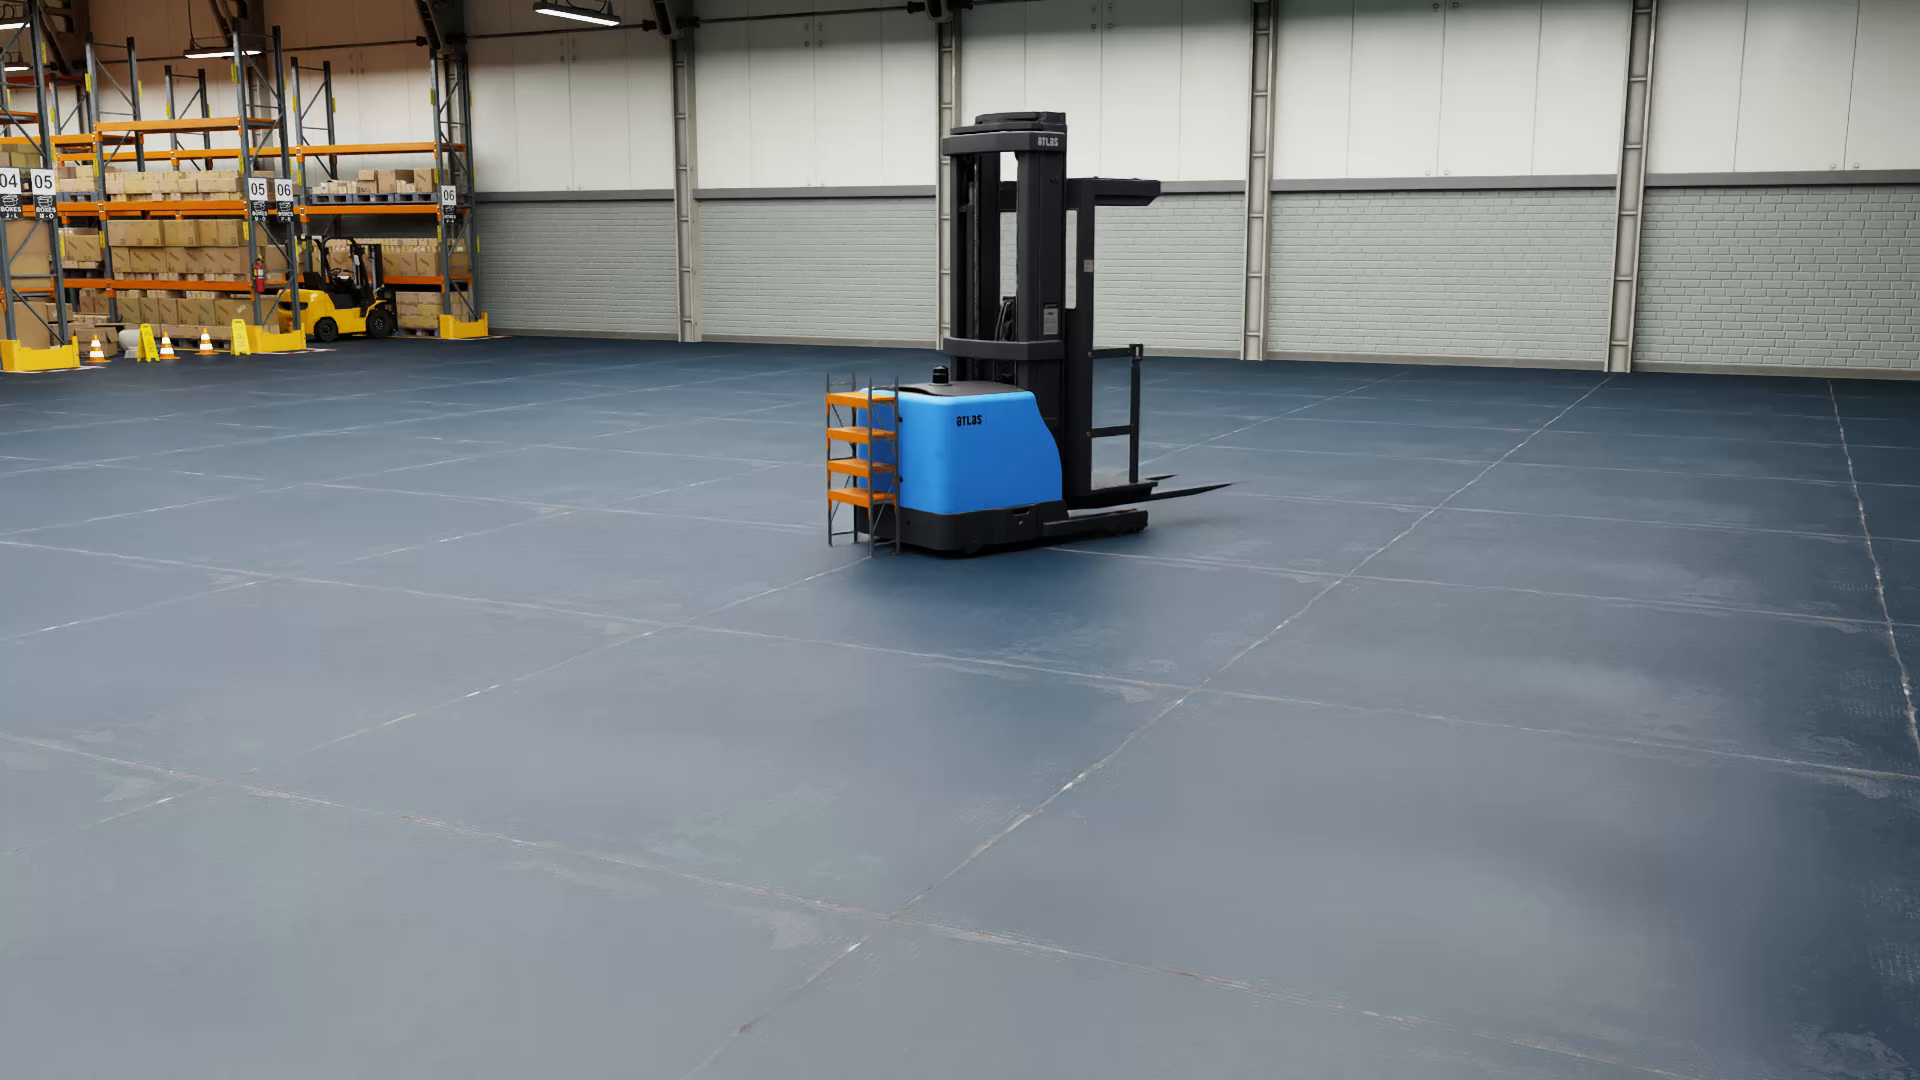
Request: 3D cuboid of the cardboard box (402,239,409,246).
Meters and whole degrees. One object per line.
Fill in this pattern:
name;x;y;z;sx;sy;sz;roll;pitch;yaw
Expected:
cardboard box;-11.833;-6.443;35.970;0.250;0.149;0.380;5;11;26

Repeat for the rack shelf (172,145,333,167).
rack shelf;-16.127;-8.745;37.927;4.000;0.370;1.077;5;11;26

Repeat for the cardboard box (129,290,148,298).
cardboard box;-16.032;-4.826;32.589;0.250;0.149;0.380;5;11;27

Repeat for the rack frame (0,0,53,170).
rack frame;-15.039;-7.232;26.421;0.127;3.000;1.000;5;11;26

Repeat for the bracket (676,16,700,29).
bracket;-5.376;-10.231;32.886;0.430;0.232;0.235;5;11;26

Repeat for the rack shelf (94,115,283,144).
rack shelf;-14.733;-7.832;31.768;4.000;0.370;1.077;5;11;26

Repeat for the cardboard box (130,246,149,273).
cardboard box;-15.795;-5.474;32.438;0.500;0.500;0.500;5;11;26

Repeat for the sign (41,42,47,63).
sign;-14.788;-7.858;26.810;0.005;0.325;0.100;5;11;26

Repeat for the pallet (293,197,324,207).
pallet;-15.131;-7.636;37.613;1.217;0.209;0.805;5;11;24

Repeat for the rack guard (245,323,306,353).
rack guard;-13.008;-3.854;31.623;0.348;0.500;1.175;5;11;26

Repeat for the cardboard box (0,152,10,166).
cardboard box;-15.602;-6.078;26.595;0.500;0.250;0.500;5;11;27

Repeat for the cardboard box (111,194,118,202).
cardboard box;-16.354;-6.682;32.508;0.250;0.149;0.380;5;11;25

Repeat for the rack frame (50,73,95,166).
rack frame;-21.508;-9.769;40.439;0.127;3.000;1.000;5;11;26

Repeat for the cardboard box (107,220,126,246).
cardboard box;-16.228;-6.012;32.601;0.500;0.500;0.700;5;11;25

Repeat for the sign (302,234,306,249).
sign;-14.565;-6.630;36.911;0.005;0.325;0.100;5;11;26

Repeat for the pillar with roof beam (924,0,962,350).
pillar with roof beam;-2.116;-7.389;27.289;0.548;9.000;9.100;5;11;26

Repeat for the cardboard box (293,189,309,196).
cardboard box;-15.008;-7.893;37.742;0.250;0.149;0.380;5;11;26

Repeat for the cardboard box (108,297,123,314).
cardboard box;-20.246;-5.639;40.305;0.500;0.500;0.500;5;11;24

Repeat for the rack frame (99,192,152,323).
rack frame;-16.527;-5.394;33.108;0.127;3.000;1.000;5;11;26

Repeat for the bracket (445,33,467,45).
bracket;-10.757;-10.704;35.498;0.430;0.232;0.235;5;11;26

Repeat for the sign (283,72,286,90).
sign;-12.699;-8.616;31.221;0.005;0.325;0.100;5;11;26

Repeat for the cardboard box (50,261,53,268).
cardboard box;-18.210;-5.593;33.736;0.250;0.149;0.380;5;11;24

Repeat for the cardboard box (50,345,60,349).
cardboard box;-16.270;-3.408;29.817;0.258;0.266;0.396;7;13;36

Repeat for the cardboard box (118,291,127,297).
cardboard box;-20.105;-5.949;40.197;0.250;0.149;0.380;5;12;28

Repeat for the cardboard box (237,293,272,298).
cardboard box;-16.174;-5.385;38.552;0.625;0.625;0.875;5;11;23

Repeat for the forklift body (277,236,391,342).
forklift body;-13.254;-5.312;35.040;1.214;2.155;2.313;5;11;26

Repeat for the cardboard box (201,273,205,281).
cardboard box;-14.278;-5.034;31.827;0.250;0.149;0.380;5;11;27

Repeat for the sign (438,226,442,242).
sign;-10.999;-6.472;35.152;0.005;0.325;0.100;5;11;26

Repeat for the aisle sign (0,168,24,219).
aisle sign;-15.108;-5.505;26.428;0.004;0.787;0.394;5;11;26

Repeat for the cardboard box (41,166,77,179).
cardboard box;-18.028;-7.351;33.338;0.500;0.250;0.500;5;12;27

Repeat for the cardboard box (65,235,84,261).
cardboard box;-17.488;-5.834;33.249;0.500;0.500;0.500;5;11;26

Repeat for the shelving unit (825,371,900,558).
shelving unit;-0.659;-0.521;11.238;0.258;1.200;0.503;-8;13;-38

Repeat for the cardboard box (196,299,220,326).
cardboard box;-14.243;-4.363;31.851;0.500;0.500;0.500;6;12;28

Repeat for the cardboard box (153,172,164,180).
cardboard box;-15.197;-6.967;31.849;0.250;0.149;0.380;5;11;25

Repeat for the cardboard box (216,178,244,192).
cardboard box;-13.518;-6.624;31.072;0.500;0.250;0.500;5;11;25

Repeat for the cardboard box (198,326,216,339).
cardboard box;-14.245;-3.995;31.921;0.500;0.250;0.500;5;11;26

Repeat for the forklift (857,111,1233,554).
forklift;0.734;-1.537;11.993;3.031;2.935;1.130;-8;13;-38

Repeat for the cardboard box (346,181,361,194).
cardboard box;-13.137;-7.687;36.275;0.258;0.266;0.396;5;11;24

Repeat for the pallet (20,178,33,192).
pallet;-15.709;-5.769;27.009;1.213;0.211;1.003;5;11;26

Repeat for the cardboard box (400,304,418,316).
cardboard box;-11.766;-5.001;36.076;0.500;0.250;0.500;5;11;25

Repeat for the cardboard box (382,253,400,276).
cardboard box;-12.225;-6.000;36.179;0.500;0.500;0.500;5;11;25

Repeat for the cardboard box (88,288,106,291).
cardboard box;-21.050;-6.176;40.613;0.250;0.149;0.380;4;11;23

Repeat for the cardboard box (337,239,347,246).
cardboard box;-13.487;-6.567;36.657;0.250;0.149;0.380;5;12;27

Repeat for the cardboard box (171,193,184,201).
cardboard box;-14.780;-6.528;31.660;0.250;0.149;0.380;5;11;25

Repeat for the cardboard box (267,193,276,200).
cardboard box;-13.093;-6.509;31.553;0.250;0.149;0.380;5;11;26

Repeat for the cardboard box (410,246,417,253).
cardboard box;-11.630;-6.268;35.838;0.250;0.149;0.380;5;12;27

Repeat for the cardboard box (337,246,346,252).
cardboard box;-13.497;-6.420;36.680;0.250;0.149;0.380;5;12;27

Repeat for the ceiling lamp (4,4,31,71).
ceiling lamp;-21.729;-12.224;37.615;2.000;3.185;0.800;5;11;26

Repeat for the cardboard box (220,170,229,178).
cardboard box;-13.588;-6.829;31.084;0.250;0.149;0.380;5;12;27

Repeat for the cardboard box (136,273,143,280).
cardboard box;-15.885;-5.166;32.558;0.250;0.149;0.380;5;11;26
